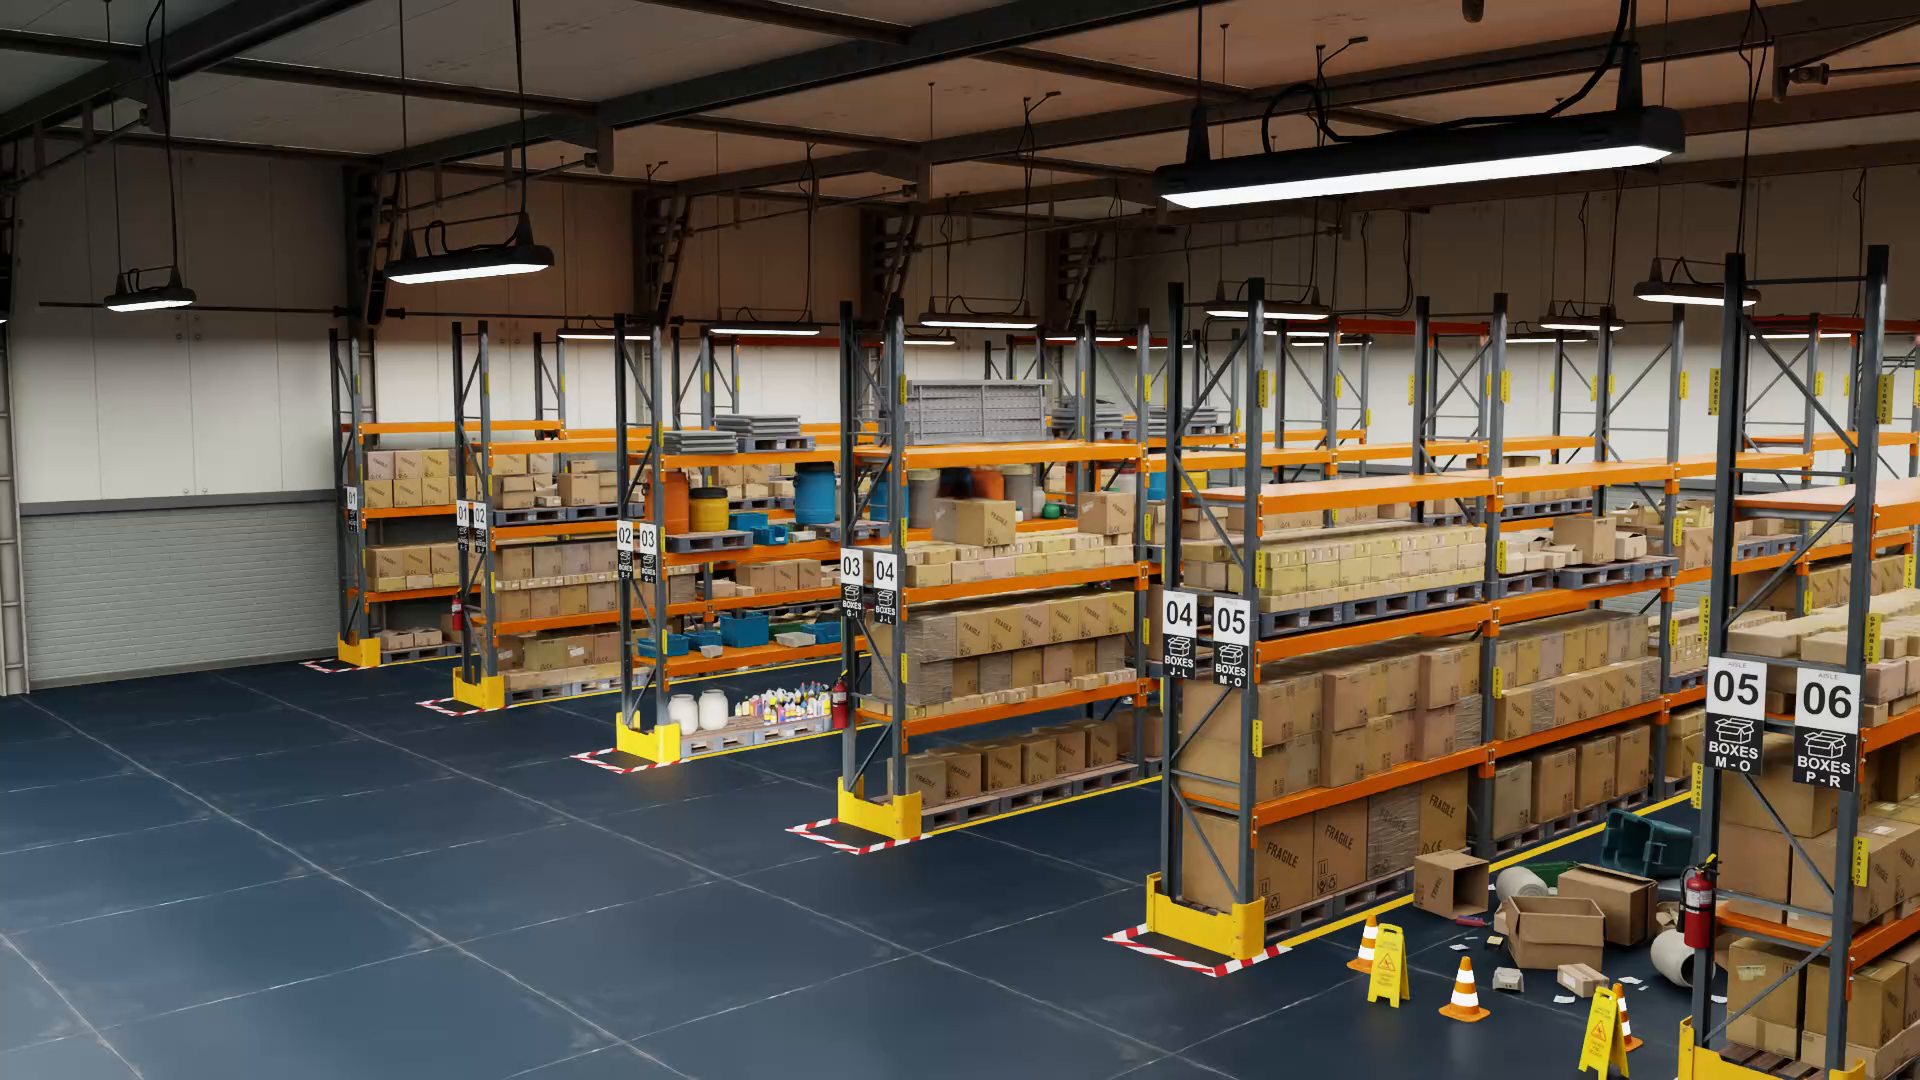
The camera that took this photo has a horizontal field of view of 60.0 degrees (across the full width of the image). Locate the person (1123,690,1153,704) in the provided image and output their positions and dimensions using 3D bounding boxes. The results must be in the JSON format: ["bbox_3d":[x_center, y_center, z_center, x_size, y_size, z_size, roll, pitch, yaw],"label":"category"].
[{"bbox_3d":[2.852,1.789,26.323,0.870,1.553,0.454,-5,7,-40],"label":"person"}]

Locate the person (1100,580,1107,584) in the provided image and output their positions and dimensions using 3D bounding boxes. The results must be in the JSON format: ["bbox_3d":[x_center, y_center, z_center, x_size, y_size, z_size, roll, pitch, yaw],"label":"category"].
[{"bbox_3d":[2.964,1.073,32.830,0.713,1.724,1.080,5,8,44],"label":"person"}]
